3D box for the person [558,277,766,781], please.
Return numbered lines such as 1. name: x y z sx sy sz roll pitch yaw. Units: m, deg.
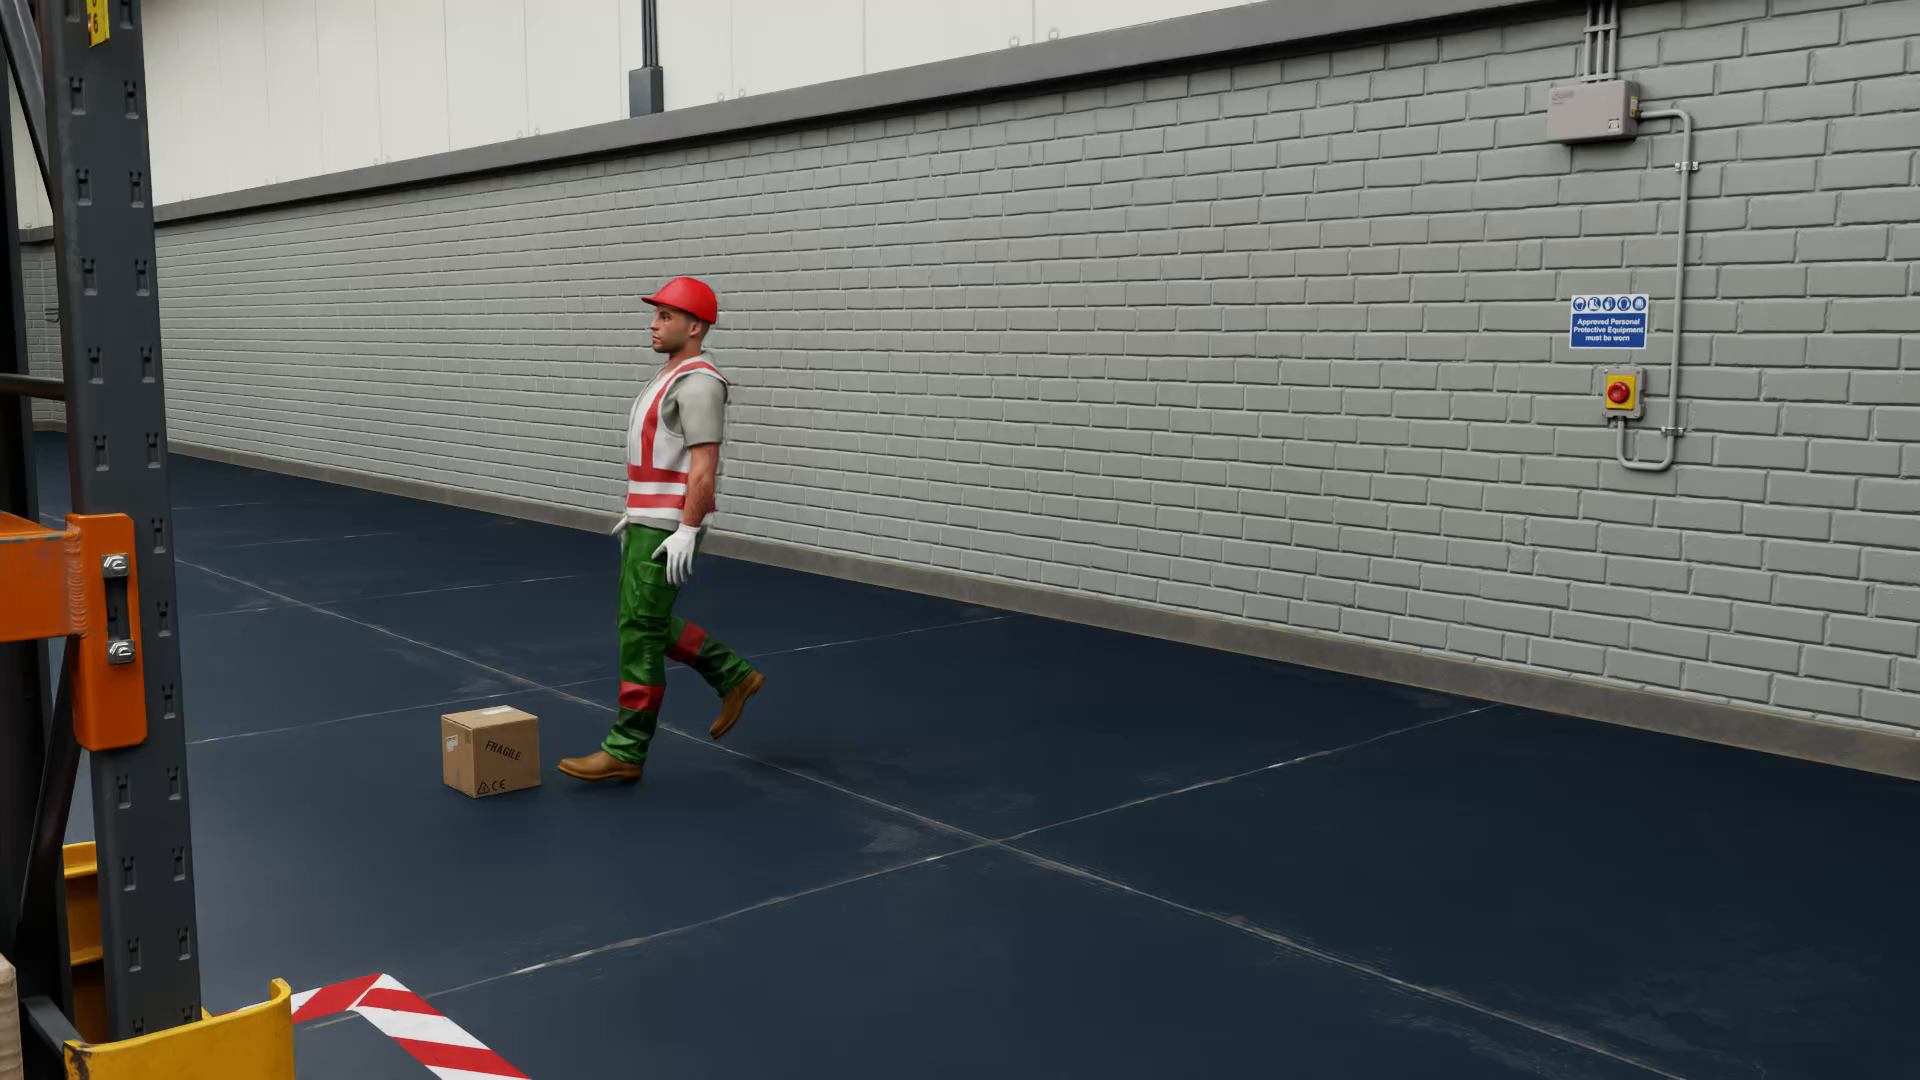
1. person: -1.076 -0.046 5.978 0.782 1.780 0.579 -2 8 -16
